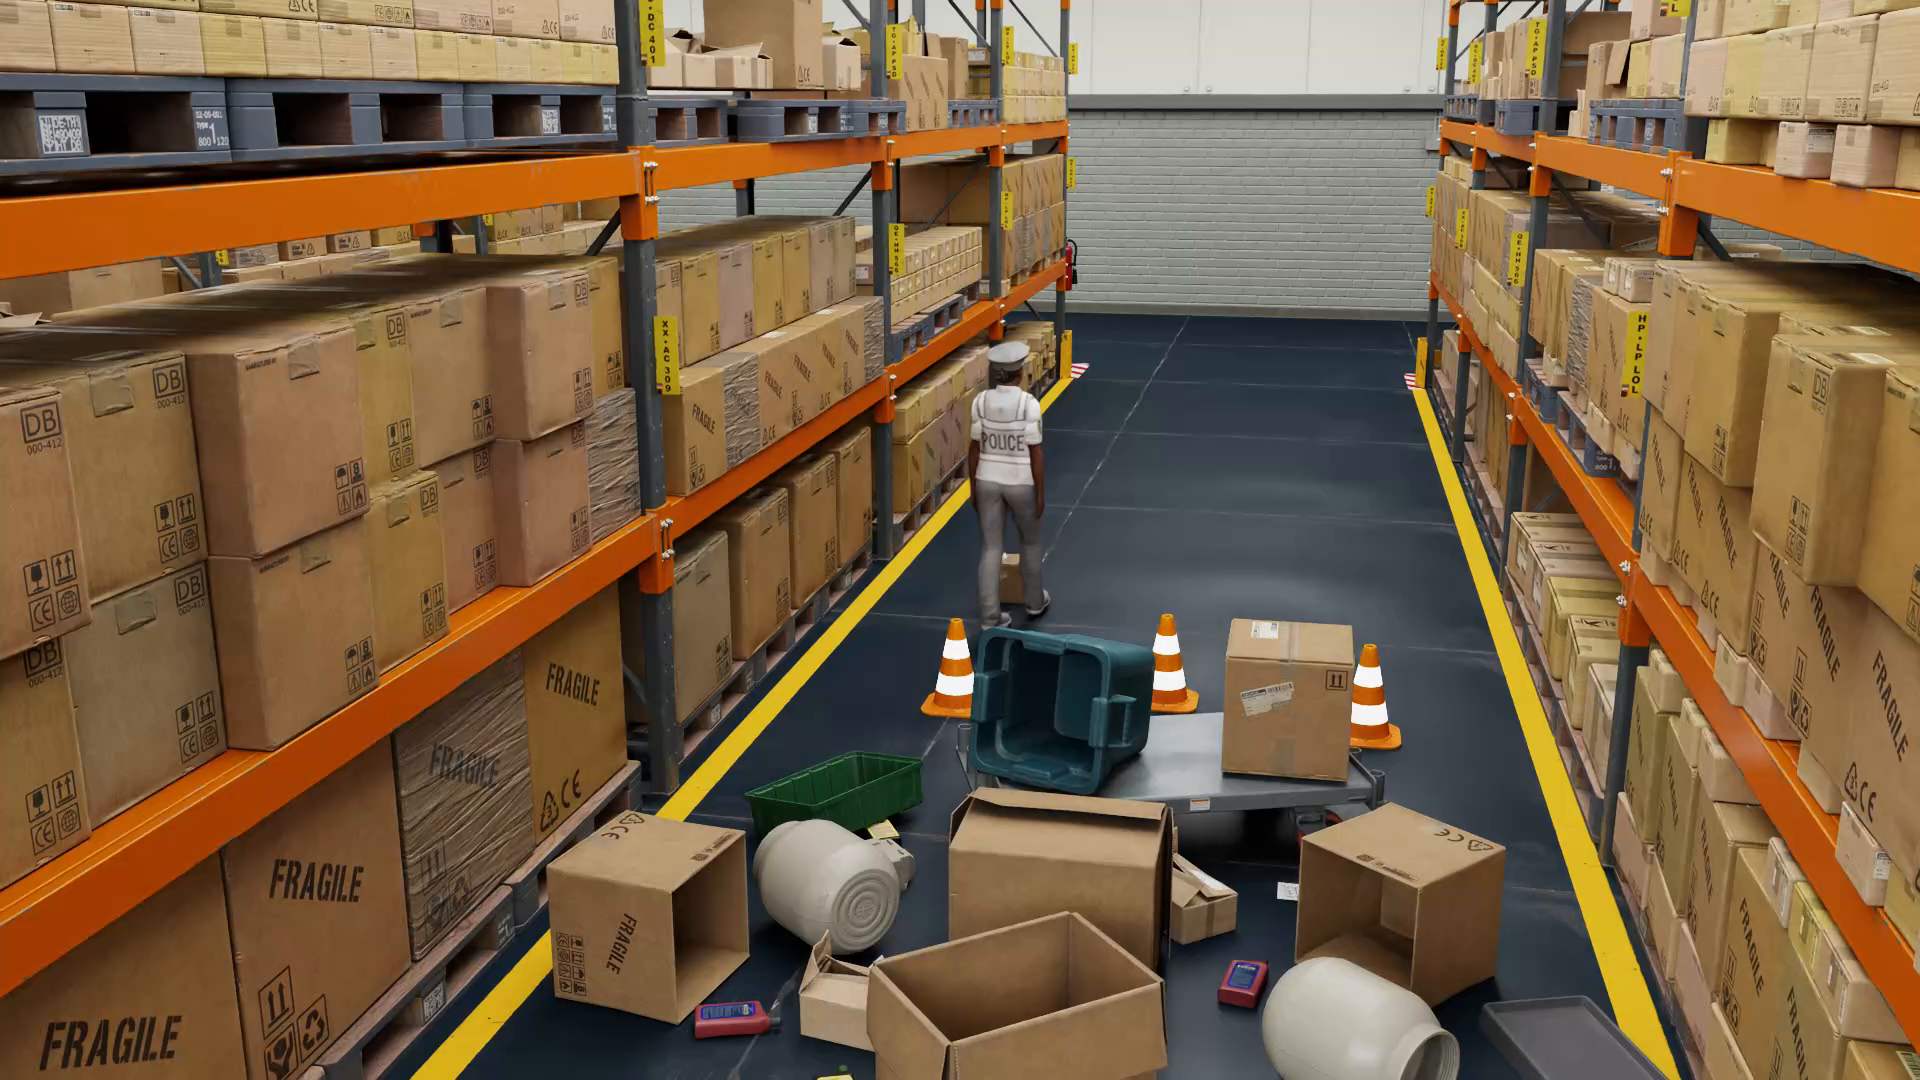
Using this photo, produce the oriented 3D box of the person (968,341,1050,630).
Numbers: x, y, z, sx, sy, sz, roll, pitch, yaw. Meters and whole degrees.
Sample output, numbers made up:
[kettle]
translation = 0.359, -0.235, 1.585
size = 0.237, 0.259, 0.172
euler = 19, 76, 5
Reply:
[person]
translation = 0.308, -0.338, 9.749
size = 0.461, 1.666, 0.693
euler = 4, 15, 16
